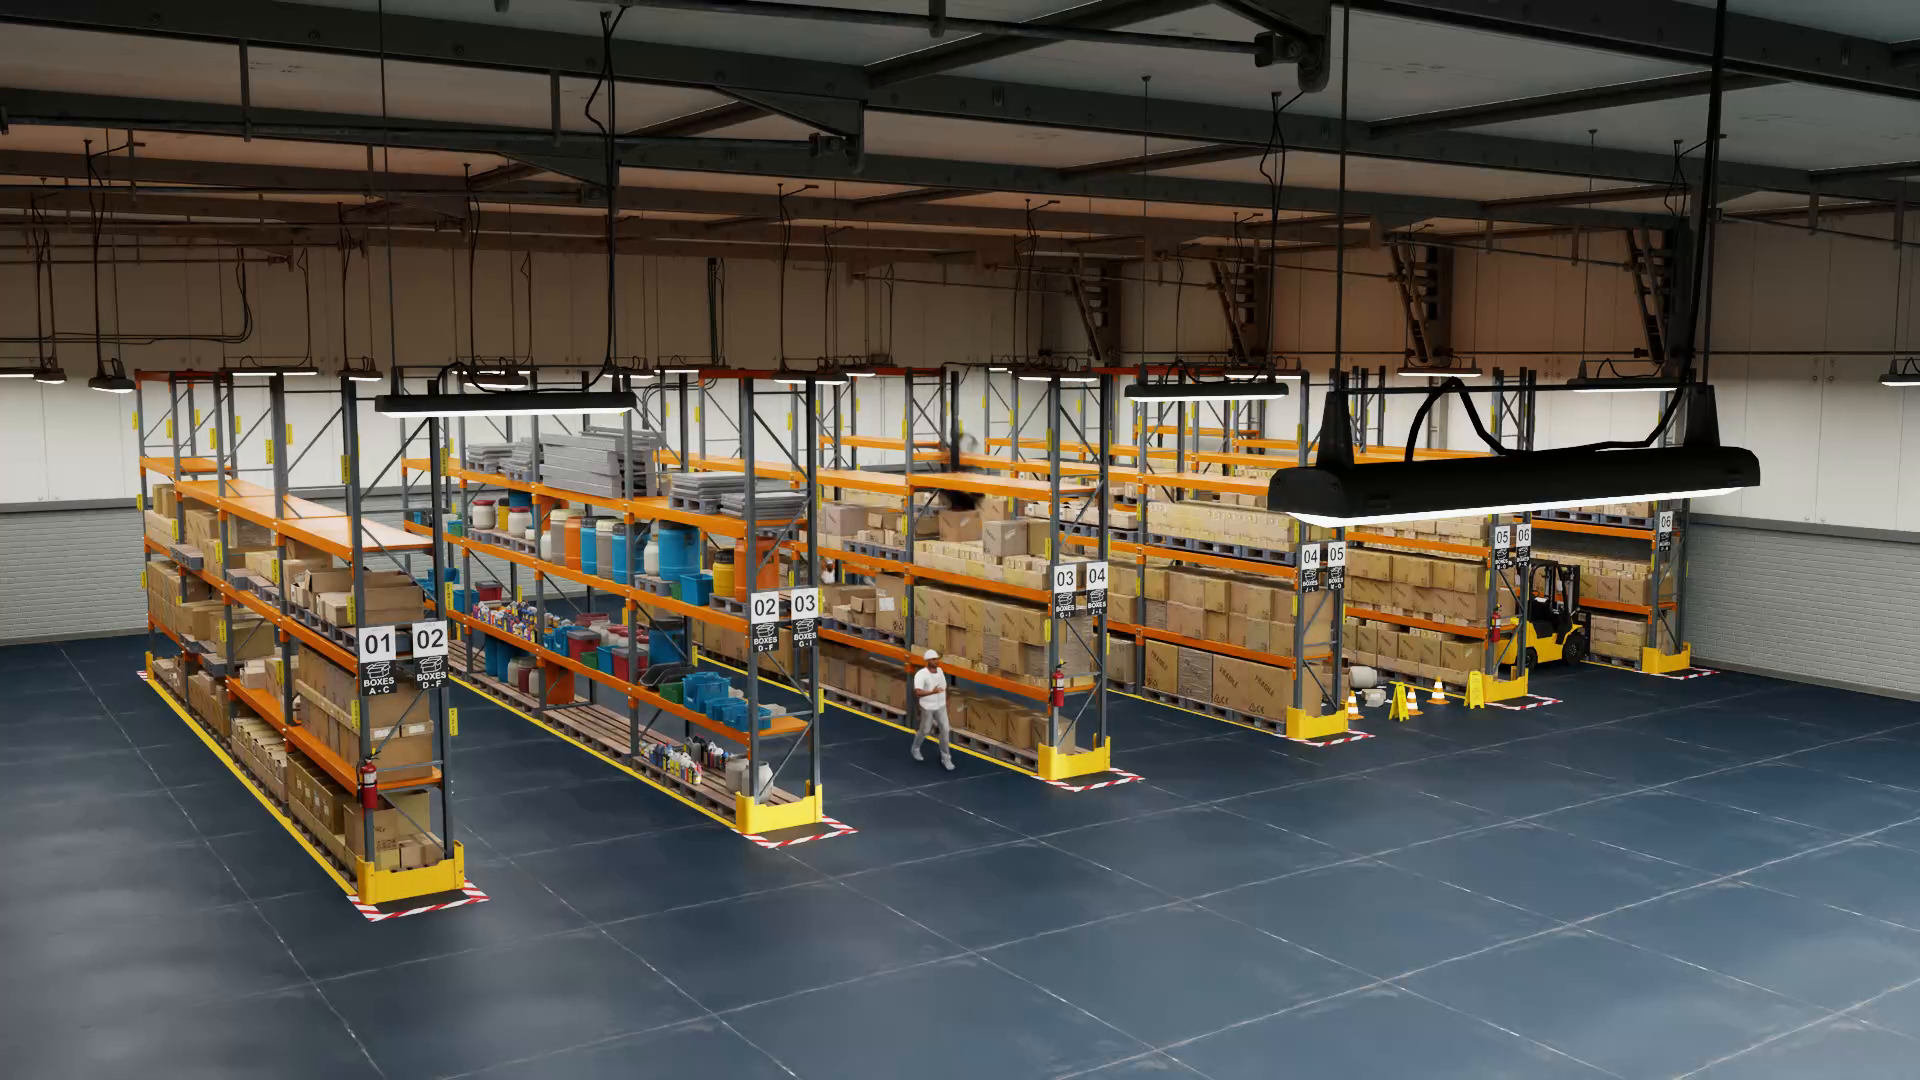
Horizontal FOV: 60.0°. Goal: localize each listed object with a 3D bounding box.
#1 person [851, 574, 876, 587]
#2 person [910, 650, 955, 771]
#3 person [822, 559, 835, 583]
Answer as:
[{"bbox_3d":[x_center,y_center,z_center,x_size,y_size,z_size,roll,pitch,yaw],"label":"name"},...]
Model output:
[{"bbox_3d":[-2.494,0.696,42.380,0.969,1.655,0.564,-5,8,-38],"label":"person"},{"bbox_3d":[-0.424,2.570,25.430,0.683,1.802,0.883,-5,8,-36],"label":"person"},{"bbox_3d":[-2.950,1.239,37.546,0.588,1.681,0.935,-3,7,-24],"label":"person"}]
